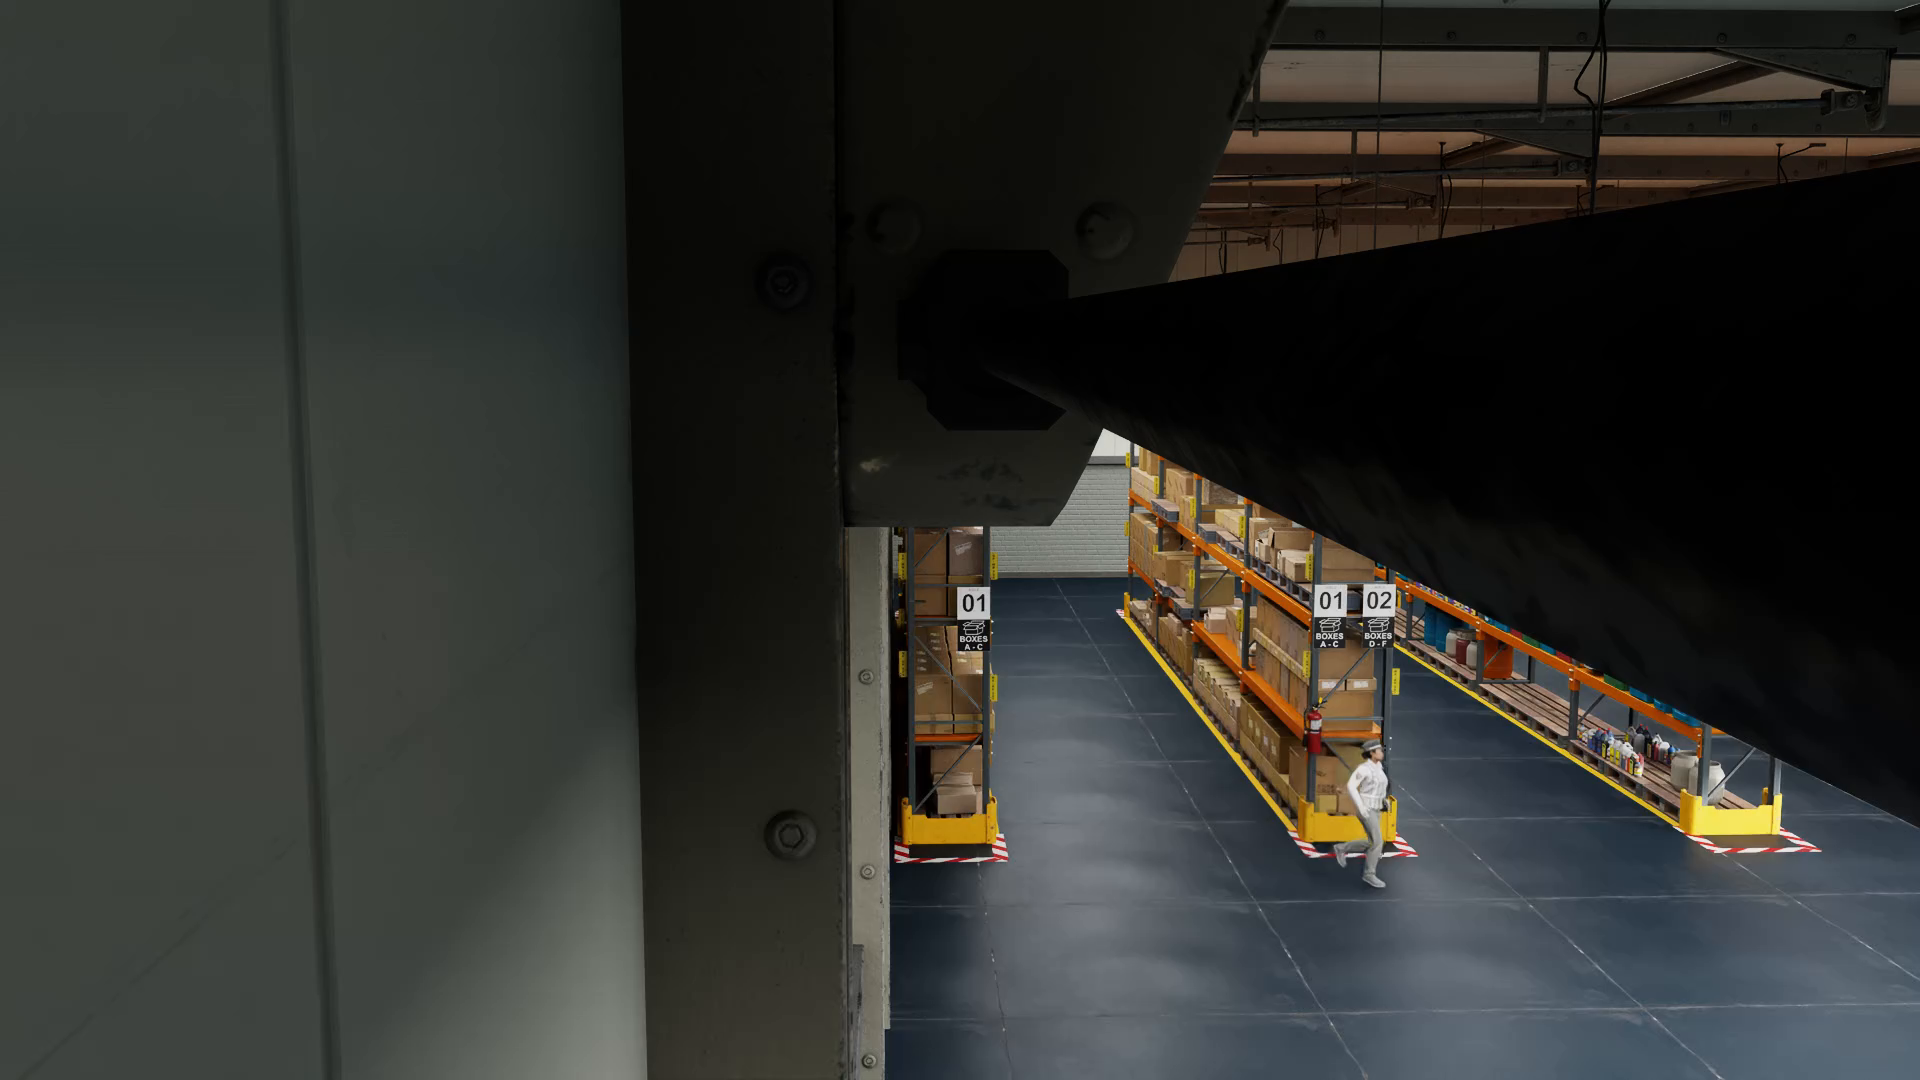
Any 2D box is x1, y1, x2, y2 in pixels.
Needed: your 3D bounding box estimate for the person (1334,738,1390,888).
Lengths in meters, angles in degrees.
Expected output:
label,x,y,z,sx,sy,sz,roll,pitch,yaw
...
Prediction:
label,x,y,z,sx,sy,sz,roll,pitch,yaw
person,4.672,3.090,19.138,0.706,1.647,0.659,6,9,39
